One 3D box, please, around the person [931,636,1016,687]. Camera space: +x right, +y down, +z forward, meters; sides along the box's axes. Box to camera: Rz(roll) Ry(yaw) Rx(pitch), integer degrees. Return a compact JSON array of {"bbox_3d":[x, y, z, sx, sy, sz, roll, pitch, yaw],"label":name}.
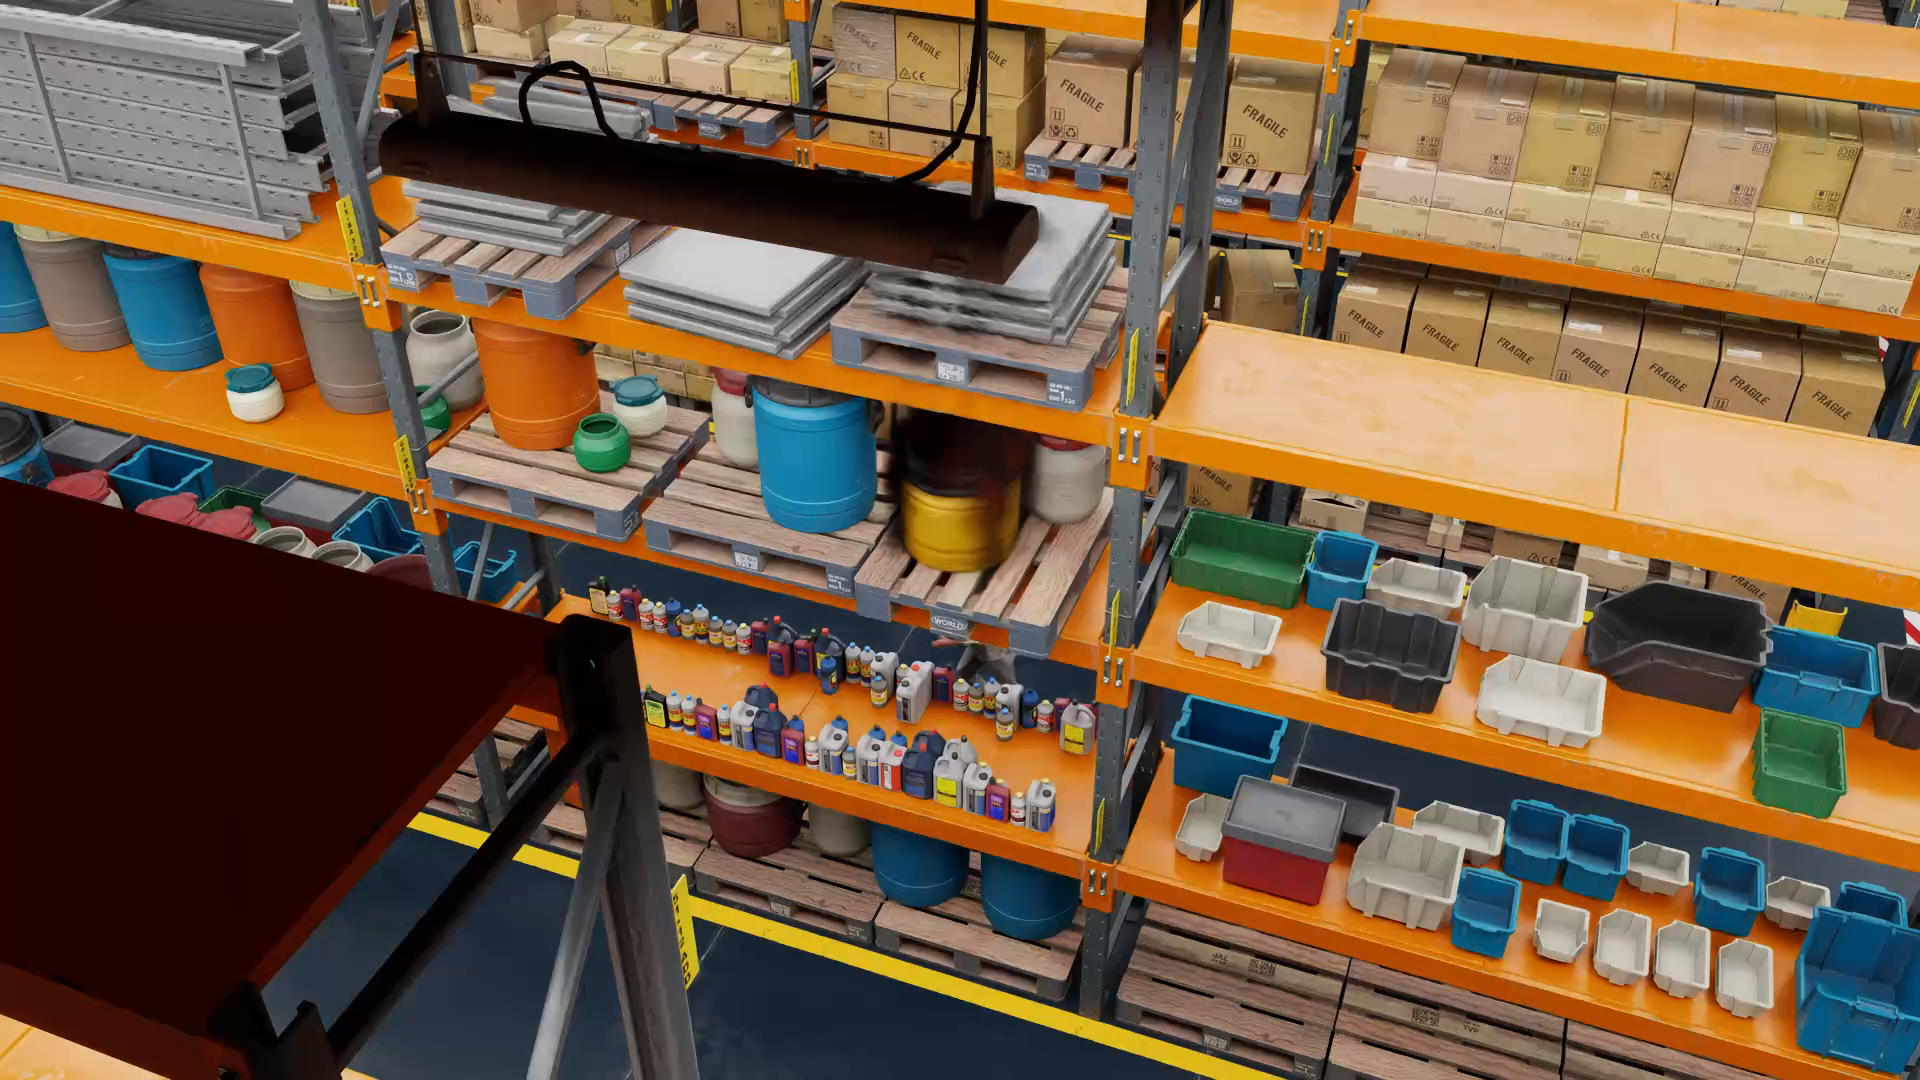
[{"bbox_3d":[0.174,0.736,11.150,0.753,1.536,0.582,-7,37,-9],"label":"person"}]
